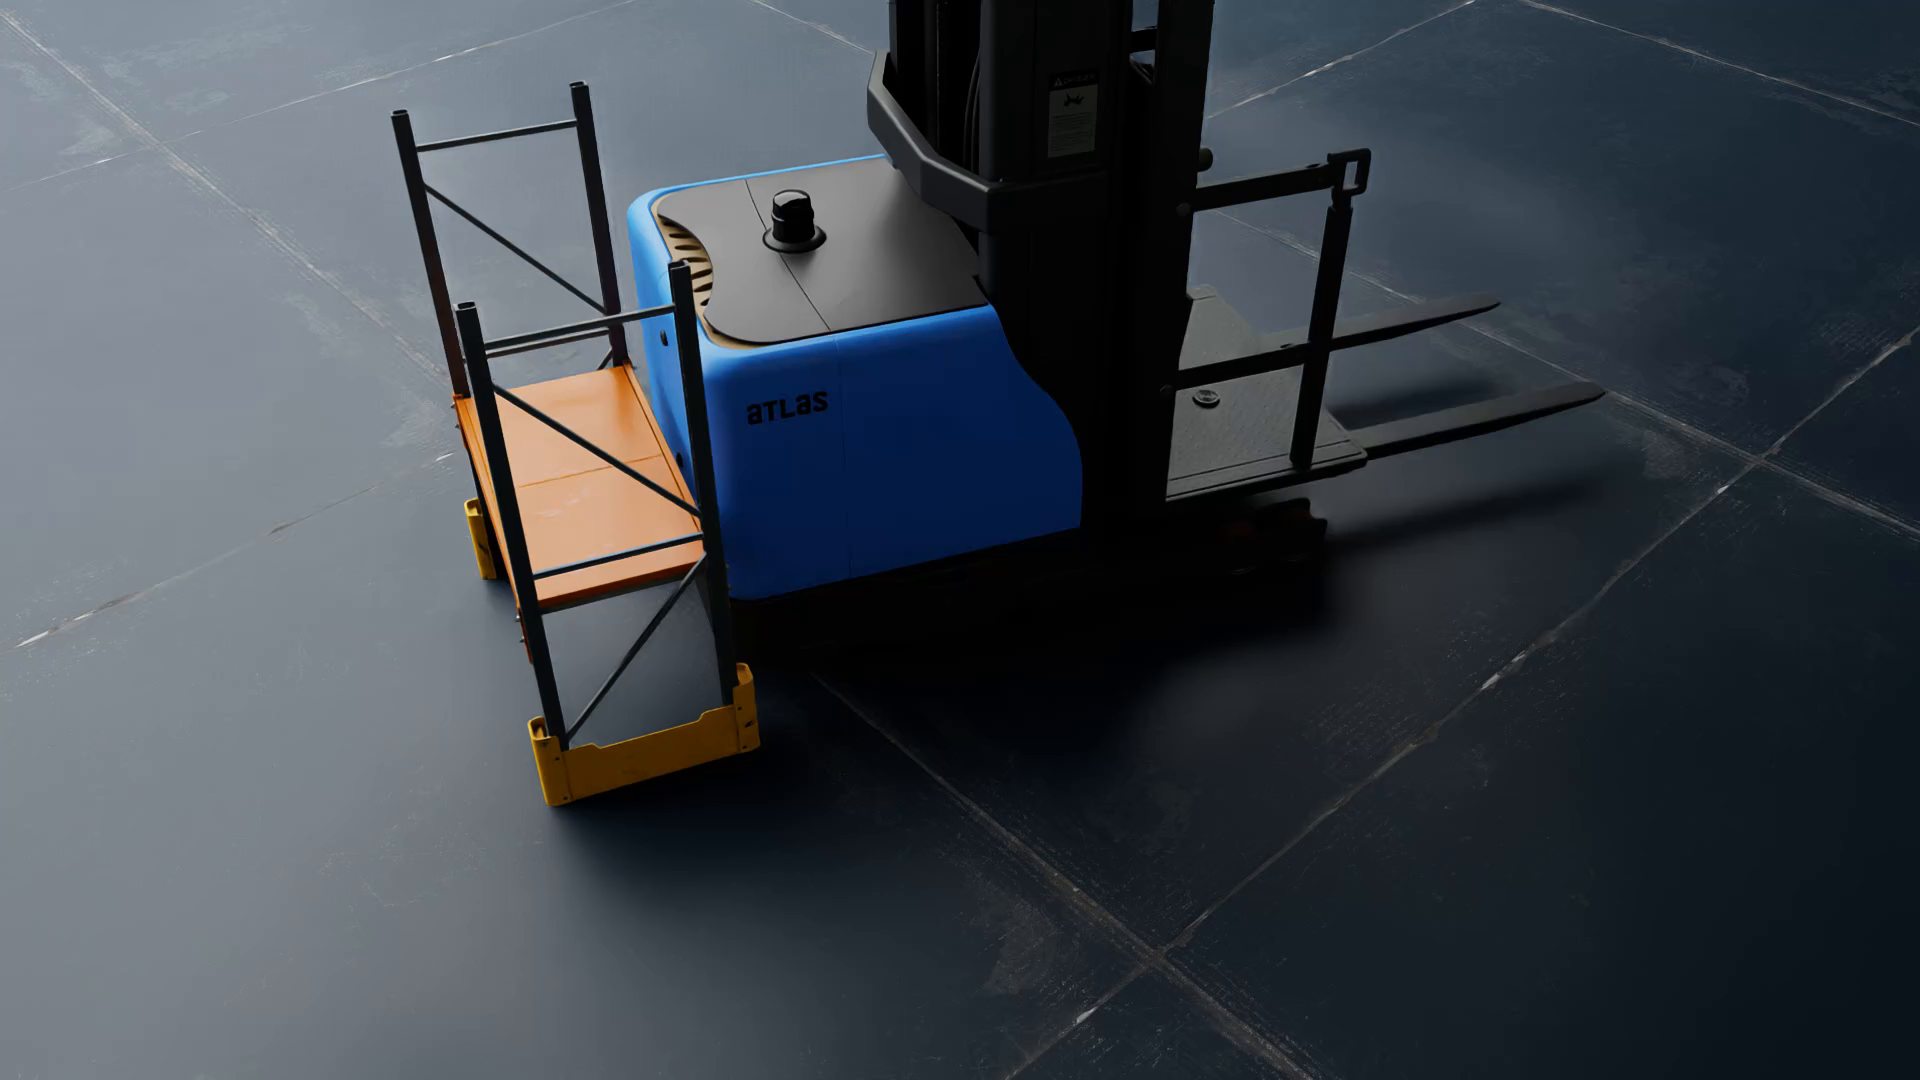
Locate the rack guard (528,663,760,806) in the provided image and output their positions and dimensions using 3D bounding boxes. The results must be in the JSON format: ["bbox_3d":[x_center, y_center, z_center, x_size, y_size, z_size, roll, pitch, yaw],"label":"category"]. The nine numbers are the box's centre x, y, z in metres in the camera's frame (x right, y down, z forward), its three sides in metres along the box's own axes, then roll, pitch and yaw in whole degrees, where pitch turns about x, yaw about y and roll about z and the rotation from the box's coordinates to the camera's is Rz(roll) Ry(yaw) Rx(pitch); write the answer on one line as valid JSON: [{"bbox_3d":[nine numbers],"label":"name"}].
[{"bbox_3d":[-0.829,0.515,4.413,0.587,0.250,0.087,-14,41,-17],"label":"rack guard"}]

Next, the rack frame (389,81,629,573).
[{"bbox_3d":[-1.206,-0.551,4.739,0.500,1.500,0.032,-14,41,-17],"label":"rack frame"}]

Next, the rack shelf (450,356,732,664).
[{"bbox_3d":[-1.013,-0.116,4.486,0.538,0.185,1.000,-14,41,-17],"label":"rack shelf"}]

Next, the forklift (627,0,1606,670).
[{"bbox_3d":[0.603,-1.333,4.568,3.031,2.935,1.130,-13,41,-15],"label":"forklift"}]

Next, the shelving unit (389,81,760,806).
[{"bbox_3d":[-1.017,-0.261,4.379,0.587,1.500,1.083,-14,41,-17],"label":"shelving unit"}]

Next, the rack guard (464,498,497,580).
[{"bbox_3d":[-1.205,-0.064,5.131,0.587,0.250,0.087,-14,41,-17],"label":"rack guard"}]

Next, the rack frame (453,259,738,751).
[{"bbox_3d":[-0.821,0.040,4.007,0.500,1.500,0.032,-14,41,-17],"label":"rack frame"}]
